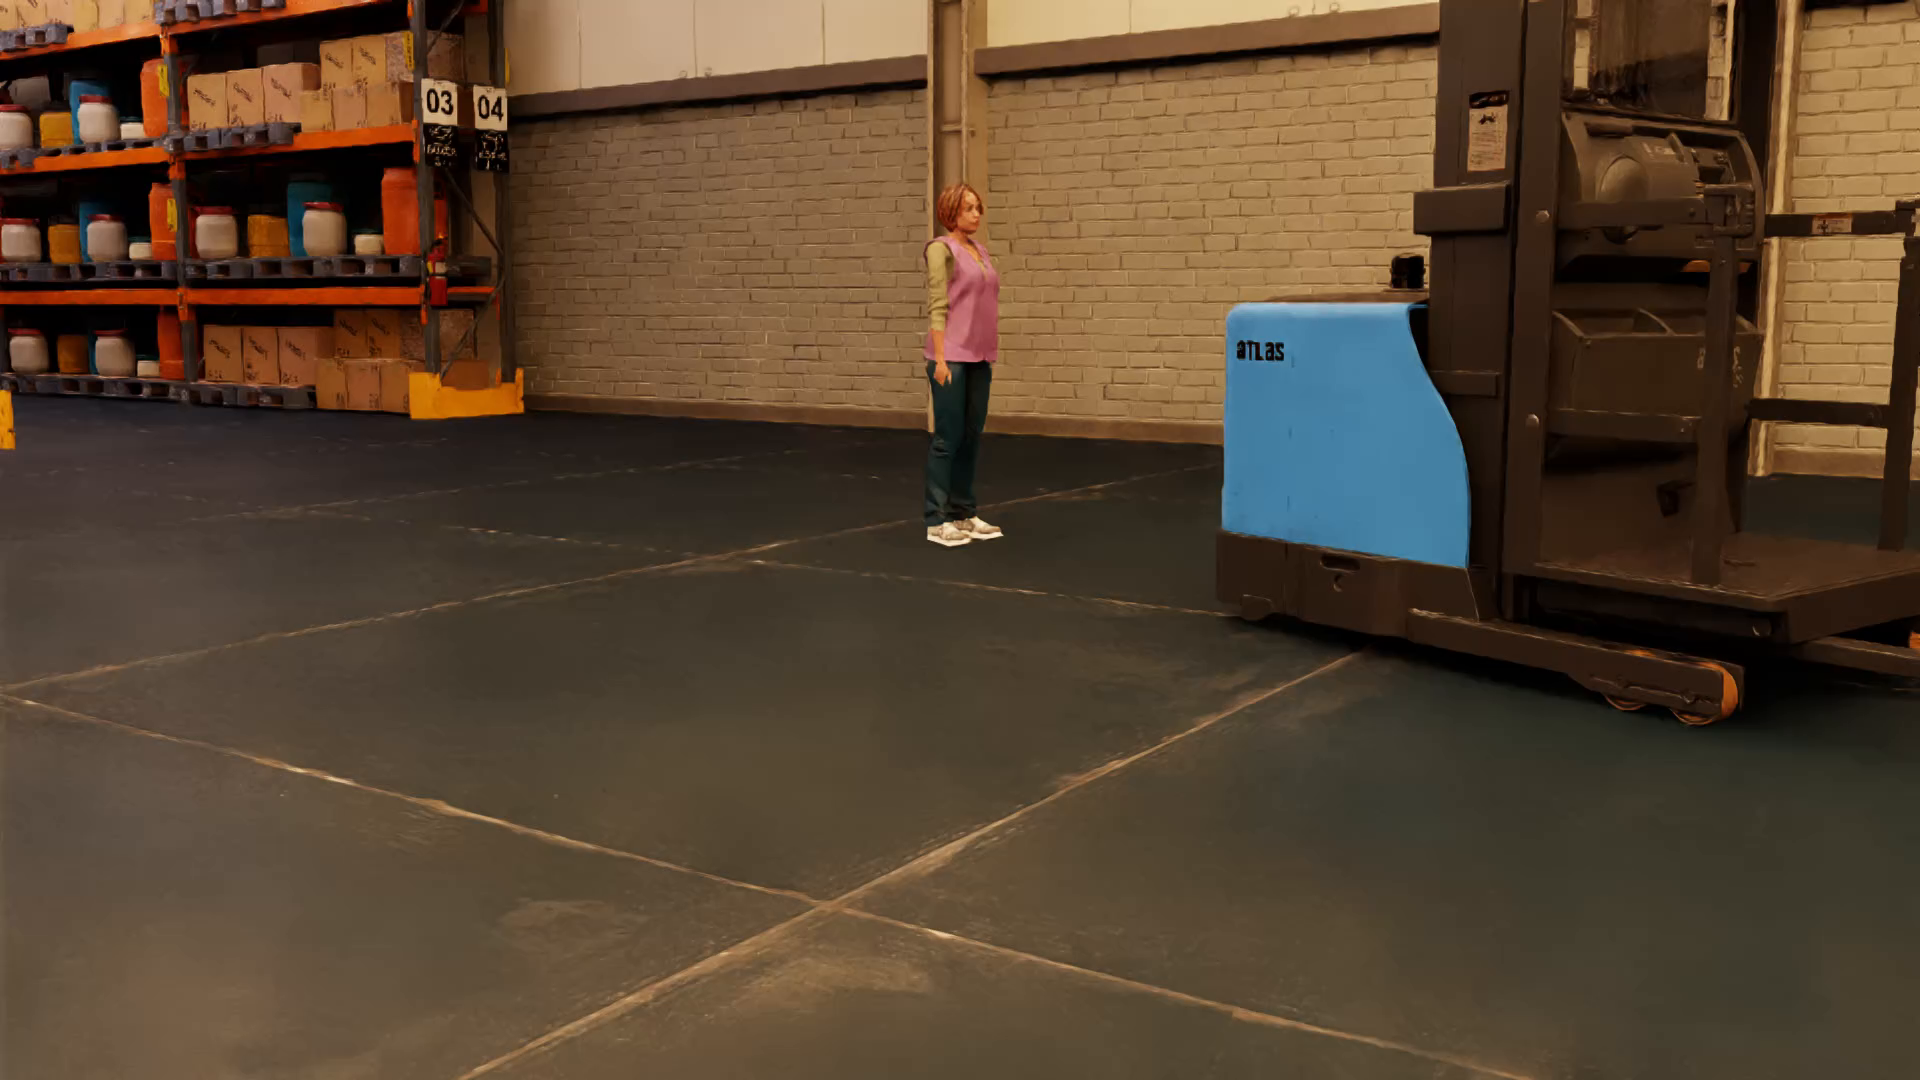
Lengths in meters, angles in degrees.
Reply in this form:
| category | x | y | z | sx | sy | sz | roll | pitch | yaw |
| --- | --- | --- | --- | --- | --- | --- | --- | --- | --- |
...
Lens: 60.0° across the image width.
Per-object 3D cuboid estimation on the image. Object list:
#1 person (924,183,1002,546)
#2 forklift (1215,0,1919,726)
| category | x | y | z | sx | sy | sz | roll | pitch | yaw |
| --- | --- | --- | --- | --- | --- | --- | --- | --- | --- |
| person | 0.008 | -0.791 | 7.486 | 0.311 | 1.604 | 0.405 | 5 | 10 | 34 |
| forklift | 2.145 | -1.052 | 4.593 | 1.130 | 2.935 | 3.031 | -6 | 10 | -36 |
